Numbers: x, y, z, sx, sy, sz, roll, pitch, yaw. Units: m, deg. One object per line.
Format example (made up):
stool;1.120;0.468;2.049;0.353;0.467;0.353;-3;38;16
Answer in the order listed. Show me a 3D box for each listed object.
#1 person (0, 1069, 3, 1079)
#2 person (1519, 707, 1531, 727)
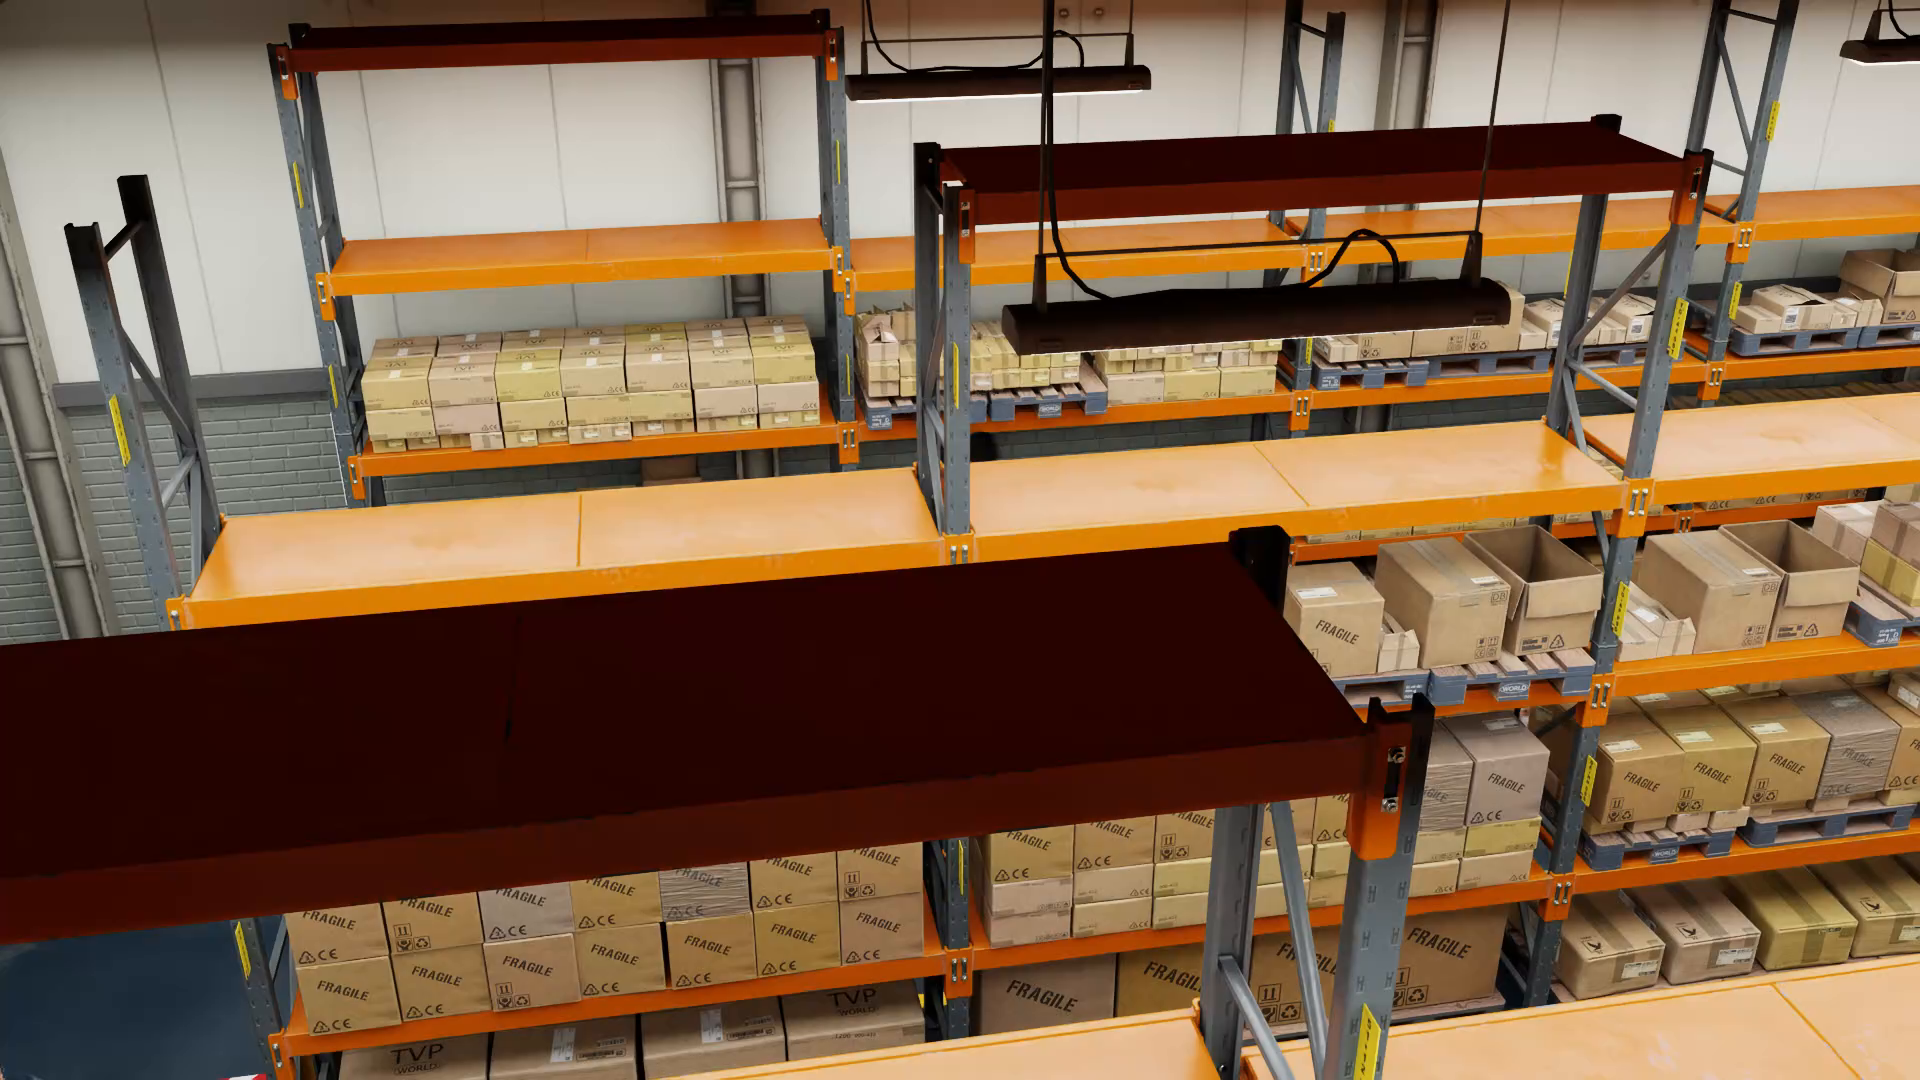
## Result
person;-5.321;3.461;9.305;0.595;1.637;0.583;-13;29;-24
person;4.763;1.372;13.478;0.727;1.756;0.711;-4;26;-9
